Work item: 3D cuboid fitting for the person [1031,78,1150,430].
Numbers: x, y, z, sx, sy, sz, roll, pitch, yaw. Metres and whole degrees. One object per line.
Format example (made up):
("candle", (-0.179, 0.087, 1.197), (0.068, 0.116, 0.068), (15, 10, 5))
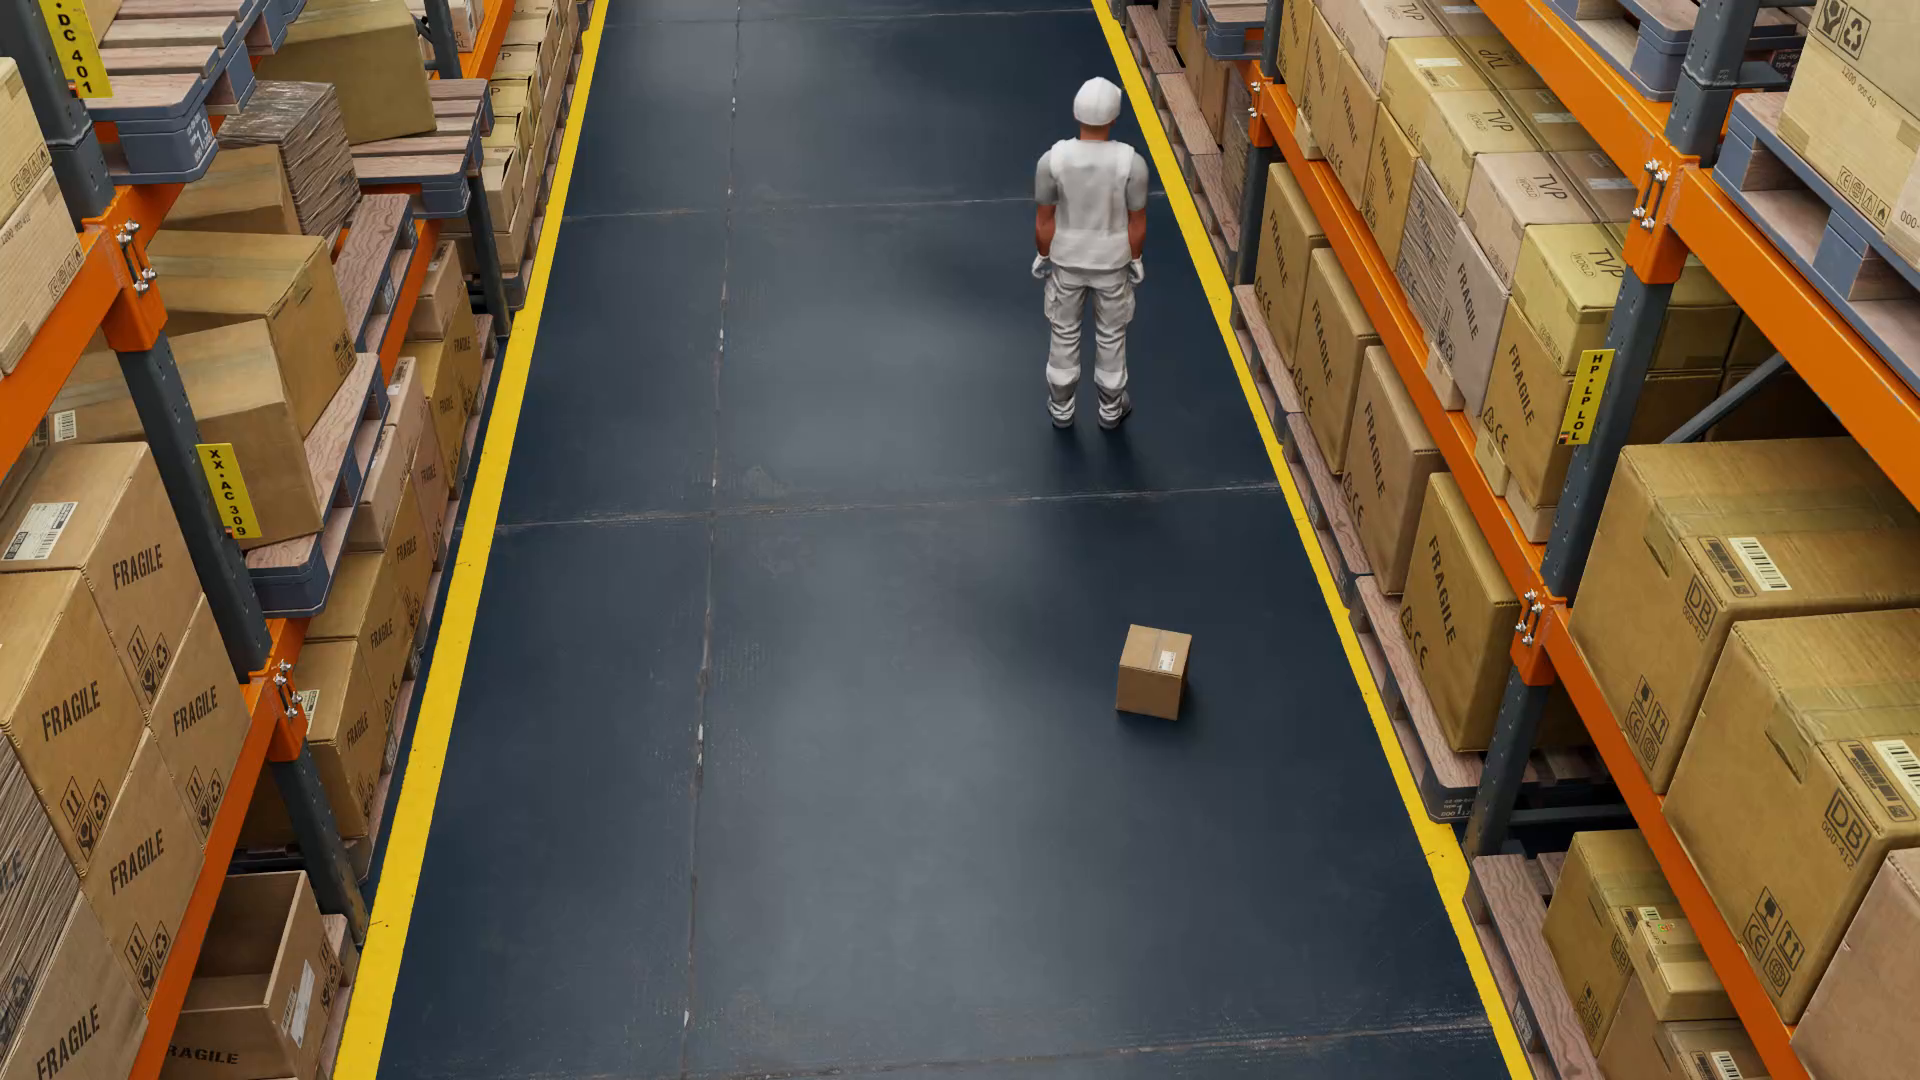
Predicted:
("person", (0.603, -1.315, 7.769), (0.535, 1.795, 0.372), (4, 39, 5))
